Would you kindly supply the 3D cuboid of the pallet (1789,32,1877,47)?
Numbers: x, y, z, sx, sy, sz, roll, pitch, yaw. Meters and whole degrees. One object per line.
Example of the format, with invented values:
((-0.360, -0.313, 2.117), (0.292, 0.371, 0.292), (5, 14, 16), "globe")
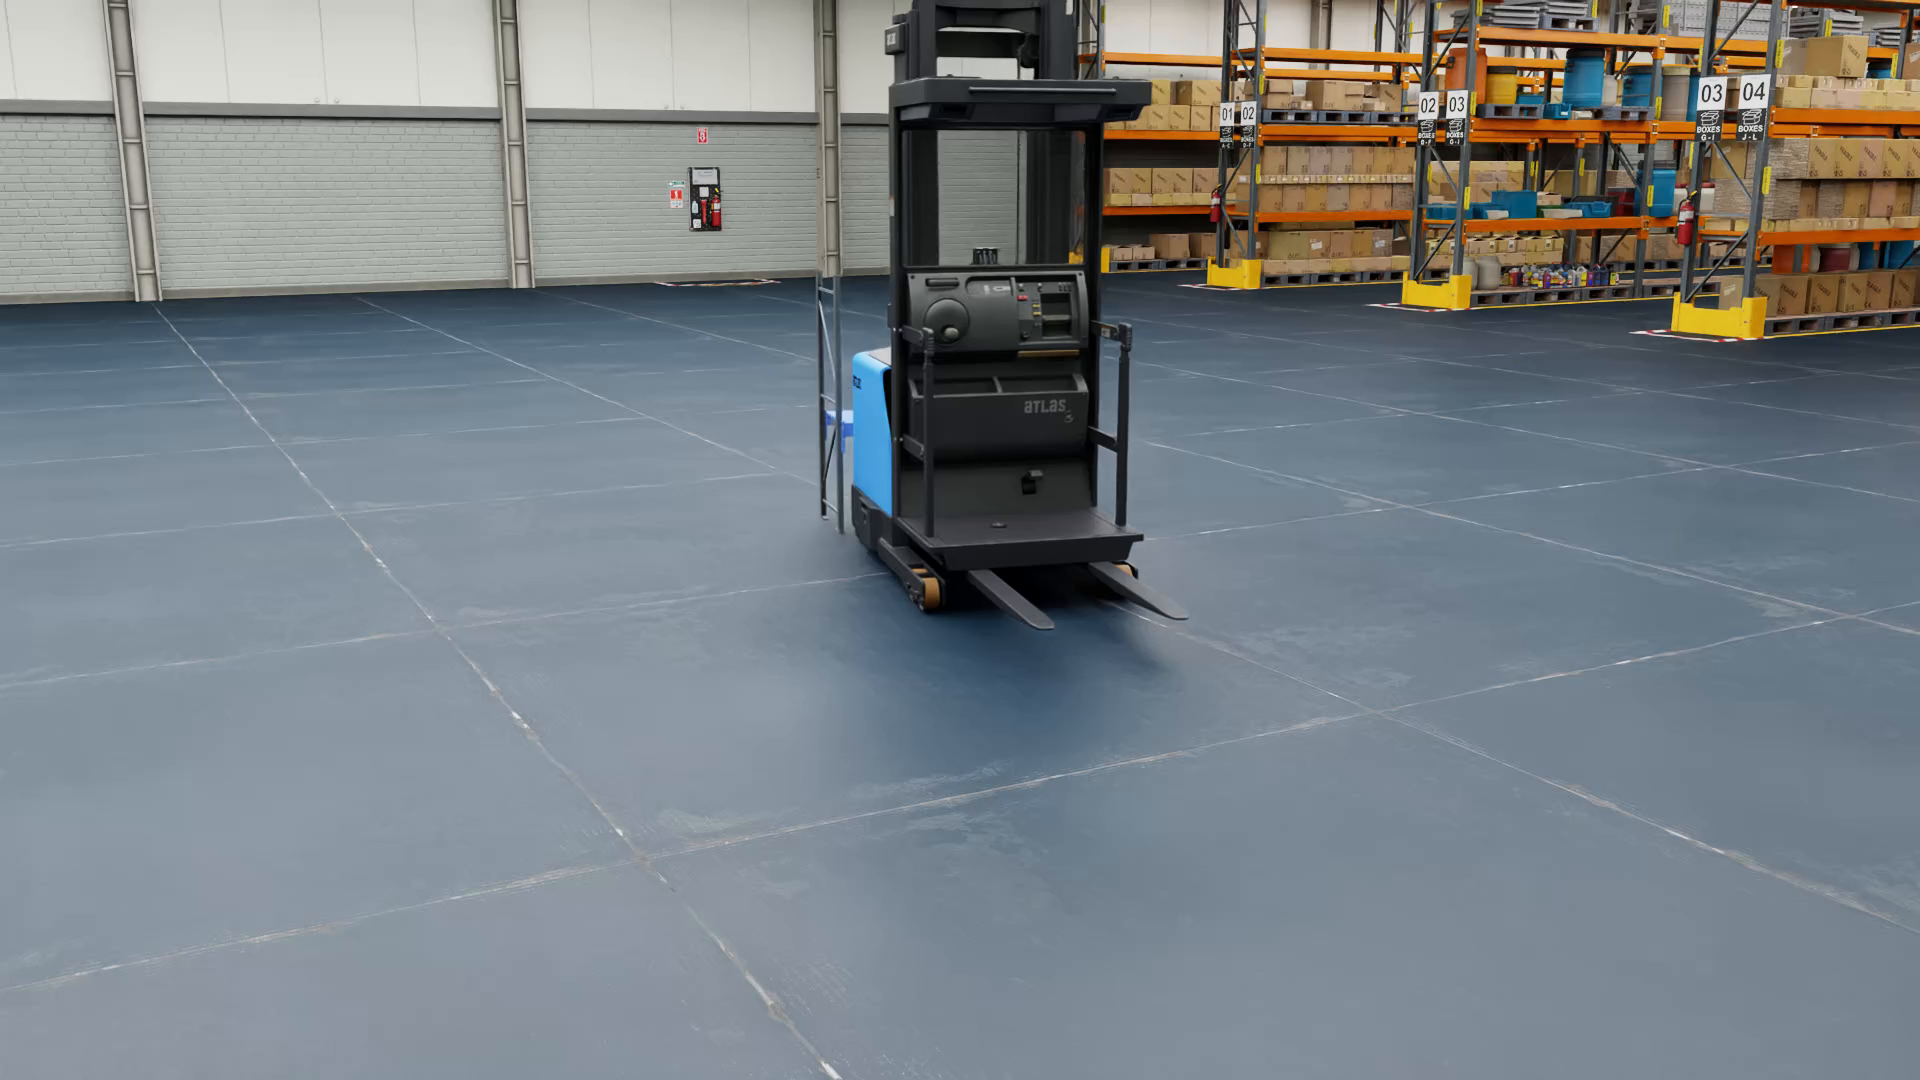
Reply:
((14.965, -8.616, 28.738), (1.003, 0.211, 1.213), (-7, 14, -28), "pallet")

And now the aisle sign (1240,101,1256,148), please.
((5.014, -7.222, 28.947), (0.004, 0.787, 0.394), (-7, 14, -28), "aisle sign")

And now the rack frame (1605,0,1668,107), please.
((10.806, -8.412, 26.493), (0.127, 3.000, 1.000), (-7, 14, -28), "rack frame")

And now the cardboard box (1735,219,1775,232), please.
((10.033, -3.972, 20.997), (0.250, 0.149, 0.380), (-7, 14, -28), "cardboard box")

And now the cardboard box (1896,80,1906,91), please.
((12.084, -5.925, 21.708), (0.250, 0.149, 0.380), (-6, 14, -26), "cardboard box")

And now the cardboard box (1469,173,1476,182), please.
((11.473, -8.182, 38.185), (0.500, 0.500, 0.500), (-6, 14, -26), "cardboard box")

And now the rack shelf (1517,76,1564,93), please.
((14.837, -10.827, 39.774), (4.000, 0.370, 1.077), (-7, 14, -28), "rack shelf")

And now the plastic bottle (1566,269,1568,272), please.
((9.731, -4.202, 26.631), (0.133, 0.283, 0.061), (-7, 14, -28), "plastic bottle")

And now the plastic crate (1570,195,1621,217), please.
((10.286, -5.425, 27.023), (0.504, 0.338, 0.767), (-7, 14, -28), "plastic crate")

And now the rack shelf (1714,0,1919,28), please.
((11.424, -6.895, 21.396), (4.000, 0.370, 1.077), (-7, 14, -28), "rack shelf")

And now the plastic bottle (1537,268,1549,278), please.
((9.453, -4.276, 26.978), (0.135, 0.276, 0.152), (-7, 14, -28), "plastic bottle")

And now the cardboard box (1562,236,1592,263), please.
((12.484, -5.849, 33.459), (0.500, 0.500, 0.500), (-6, 14, -25), "cardboard box")

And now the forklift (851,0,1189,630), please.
((0.254, -1.180, 8.178), (1.130, 2.935, 3.031), (-3, 13, -15), "forklift")

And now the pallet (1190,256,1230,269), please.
((5.487, -5.957, 35.597), (1.213, 0.211, 1.003), (-7, 14, -28), "pallet")

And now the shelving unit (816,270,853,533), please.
((-0.289, -0.861, 10.016), (1.048, 1.500, 0.538), (-4, 13, -17), "shelving unit")

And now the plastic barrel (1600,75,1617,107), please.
((10.334, -7.201, 26.731), (0.421, 0.512, 0.421), (0, 13, 0), "plastic barrel")

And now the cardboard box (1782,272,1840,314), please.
((11.292, -3.290, 22.132), (0.500, 0.500, 0.500), (-5, 14, -23), "cardboard box")

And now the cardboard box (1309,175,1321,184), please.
((6.278, -6.494, 29.926), (0.250, 0.149, 0.380), (-7, 15, -30), "cardboard box")

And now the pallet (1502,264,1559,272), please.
((11.206, -5.422, 33.220), (1.213, 0.211, 1.003), (-7, 14, -28), "pallet")

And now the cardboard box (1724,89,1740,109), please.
((9.970, -5.600, 21.171), (0.500, 0.250, 0.500), (-6, 14, -27), "cardboard box")

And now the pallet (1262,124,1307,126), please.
((6.652, -8.811, 35.524), (1.003, 0.211, 1.213), (-7, 14, -28), "pallet")

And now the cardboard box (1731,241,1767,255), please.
((17.105, -6.477, 36.243), (0.637, 0.503, 0.797), (-7, 14, -28), "cardboard box")

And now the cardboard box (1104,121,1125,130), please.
((2.962, -8.483, 33.365), (0.500, 0.500, 0.500), (-6, 14, -26), "cardboard box")

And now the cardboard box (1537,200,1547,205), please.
((11.290, -6.591, 32.635), (0.250, 0.149, 0.380), (-7, 14, -28), "cardboard box")

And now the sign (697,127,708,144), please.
((-4.760, -7.480, 30.733), (0.199, 0.298, 0.001), (-7, 14, -28), "sign")

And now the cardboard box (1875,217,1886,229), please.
((12.011, -4.207, 22.044), (0.250, 0.149, 0.380), (-7, 14, -28), "cardboard box")

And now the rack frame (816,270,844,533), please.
((-0.773, -0.827, 9.867), (0.032, 1.500, 0.500), (-4, 13, -17), "rack frame")

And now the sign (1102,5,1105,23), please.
((2.808, -10.290, 32.531), (0.005, 0.325, 0.100), (-7, 14, -28), "sign")

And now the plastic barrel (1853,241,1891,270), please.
((16.721, -5.380, 30.505), (0.708, 0.901, 0.600), (-7, 14, -28), "plastic barrel")

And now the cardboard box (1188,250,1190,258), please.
((4.646, -6.054, 35.169), (0.250, 0.149, 0.380), (-8, 15, -32), "cardboard box")

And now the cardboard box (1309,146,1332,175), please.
((6.289, -6.863, 30.091), (0.500, 0.500, 0.700), (-7, 14, -28), "cardboard box")

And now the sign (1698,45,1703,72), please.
((9.420, -6.115, 21.099), (0.005, 0.325, 0.100), (-7, 14, -28), "sign")

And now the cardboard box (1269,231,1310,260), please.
((5.941, -5.315, 29.994), (0.500, 0.500, 0.500), (-7, 14, -28), "cardboard box")

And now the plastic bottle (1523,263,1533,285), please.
((9.197, -4.319, 26.998), (0.185, 0.351, 0.144), (-6, 14, -26), "plastic bottle")

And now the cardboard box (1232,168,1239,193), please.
((5.793, -7.588, 35.081), (0.500, 0.500, 0.500), (-7, 14, -28), "cardboard box")

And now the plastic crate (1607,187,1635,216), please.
((11.085, -5.627, 27.633), (0.583, 0.464, 0.402), (-7, 14, -28), "plastic crate")

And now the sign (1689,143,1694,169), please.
((9.420, -4.938, 21.363), (0.005, 0.325, 0.100), (-7, 14, -28), "sign")

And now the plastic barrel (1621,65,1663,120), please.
((11.149, -7.289, 27.191), (0.708, 0.901, 0.600), (-7, 14, -28), "plastic barrel")

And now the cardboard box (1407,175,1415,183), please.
((8.300, -6.736, 31.002), (0.250, 0.149, 0.380), (-7, 14, -28), "cardboard box")

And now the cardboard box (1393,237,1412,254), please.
((8.654, -5.675, 32.024), (0.500, 0.311, 0.500), (-7, 14, -28), "cardboard box")

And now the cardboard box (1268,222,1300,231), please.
((7.082, -6.883, 36.346), (0.500, 0.250, 0.500), (-7, 15, -29), "cardboard box")

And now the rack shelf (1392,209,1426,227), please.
((10.192, -6.300, 32.409), (4.000, 0.370, 1.077), (-7, 14, -28), "rack shelf")

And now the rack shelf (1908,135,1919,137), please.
((19.584, -7.650, 31.576), (4.000, 0.370, 1.077), (-7, 14, -28), "rack shelf")

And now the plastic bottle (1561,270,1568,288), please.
((9.603, -4.147, 26.415), (0.097, 0.271, 0.097), (0, 13, 0), "plastic bottle")

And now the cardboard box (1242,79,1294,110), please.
((5.432, -7.866, 29.388), (0.637, 0.503, 0.797), (-6, 14, -24), "cardboard box")

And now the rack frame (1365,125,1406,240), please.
((9.570, -7.815, 37.505), (0.127, 3.000, 1.000), (-7, 14, -28), "rack frame")

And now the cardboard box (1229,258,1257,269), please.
((5.254, -4.996, 30.285), (0.500, 0.250, 0.500), (-7, 14, -28), "cardboard box")

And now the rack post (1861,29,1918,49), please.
((16.113, -8.772, 29.232), (0.954, 0.300, 0.937), (-5, 14, -22), "rack post")

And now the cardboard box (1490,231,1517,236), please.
((12.573, -7.299, 39.150), (0.750, 0.750, 0.750), (-7, 14, -27), "cardboard box")

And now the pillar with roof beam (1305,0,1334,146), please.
((10.078, -9.943, 33.293), (0.400, 9.000, 9.100), (-7, 14, -28), "pillar with roof beam")

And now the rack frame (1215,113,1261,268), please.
((4.925, -6.020, 29.525), (0.127, 3.000, 1.000), (-7, 14, -28), "rack frame")

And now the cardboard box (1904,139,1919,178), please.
((12.478, -5.059, 22.076), (0.500, 0.500, 0.500), (-7, 14, -28), "cardboard box")

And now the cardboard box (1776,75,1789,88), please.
((10.021, -5.679, 20.615), (0.250, 0.149, 0.380), (-7, 14, -28), "cardboard box")

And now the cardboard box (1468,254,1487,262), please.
((9.812, -5.407, 32.110), (0.500, 0.250, 0.500), (-7, 15, -30), "cardboard box")
